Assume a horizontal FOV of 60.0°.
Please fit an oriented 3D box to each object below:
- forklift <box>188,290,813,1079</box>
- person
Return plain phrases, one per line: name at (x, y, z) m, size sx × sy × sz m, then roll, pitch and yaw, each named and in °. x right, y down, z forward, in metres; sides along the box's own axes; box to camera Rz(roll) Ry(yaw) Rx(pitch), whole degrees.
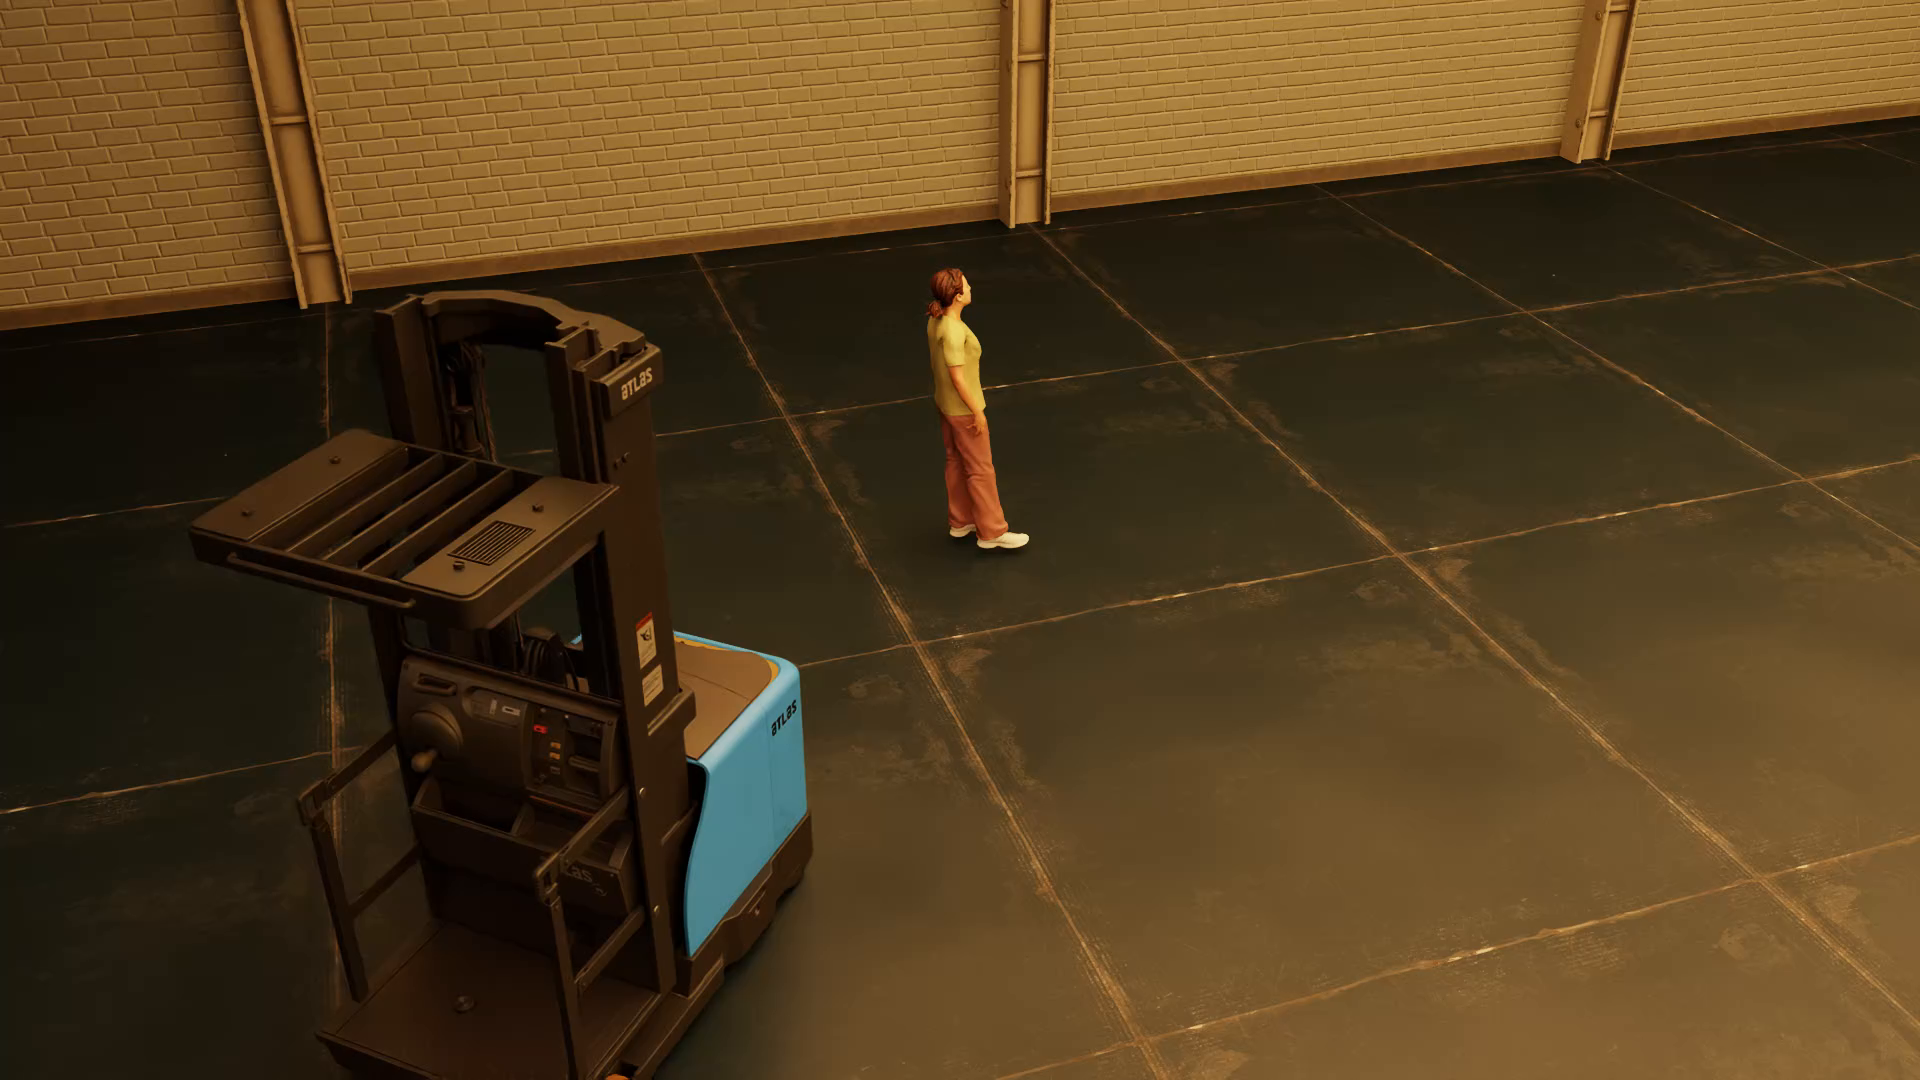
forklift at (-1.710, 0.749, 5.786) m, size 1.130 × 2.935 × 3.031 m, roll 12°, pitch 32°, yaw 20°
person at (0.073, -0.774, 9.596) m, size 0.548 × 1.675 × 0.554 m, roll -10°, pitch 31°, yaw -16°
